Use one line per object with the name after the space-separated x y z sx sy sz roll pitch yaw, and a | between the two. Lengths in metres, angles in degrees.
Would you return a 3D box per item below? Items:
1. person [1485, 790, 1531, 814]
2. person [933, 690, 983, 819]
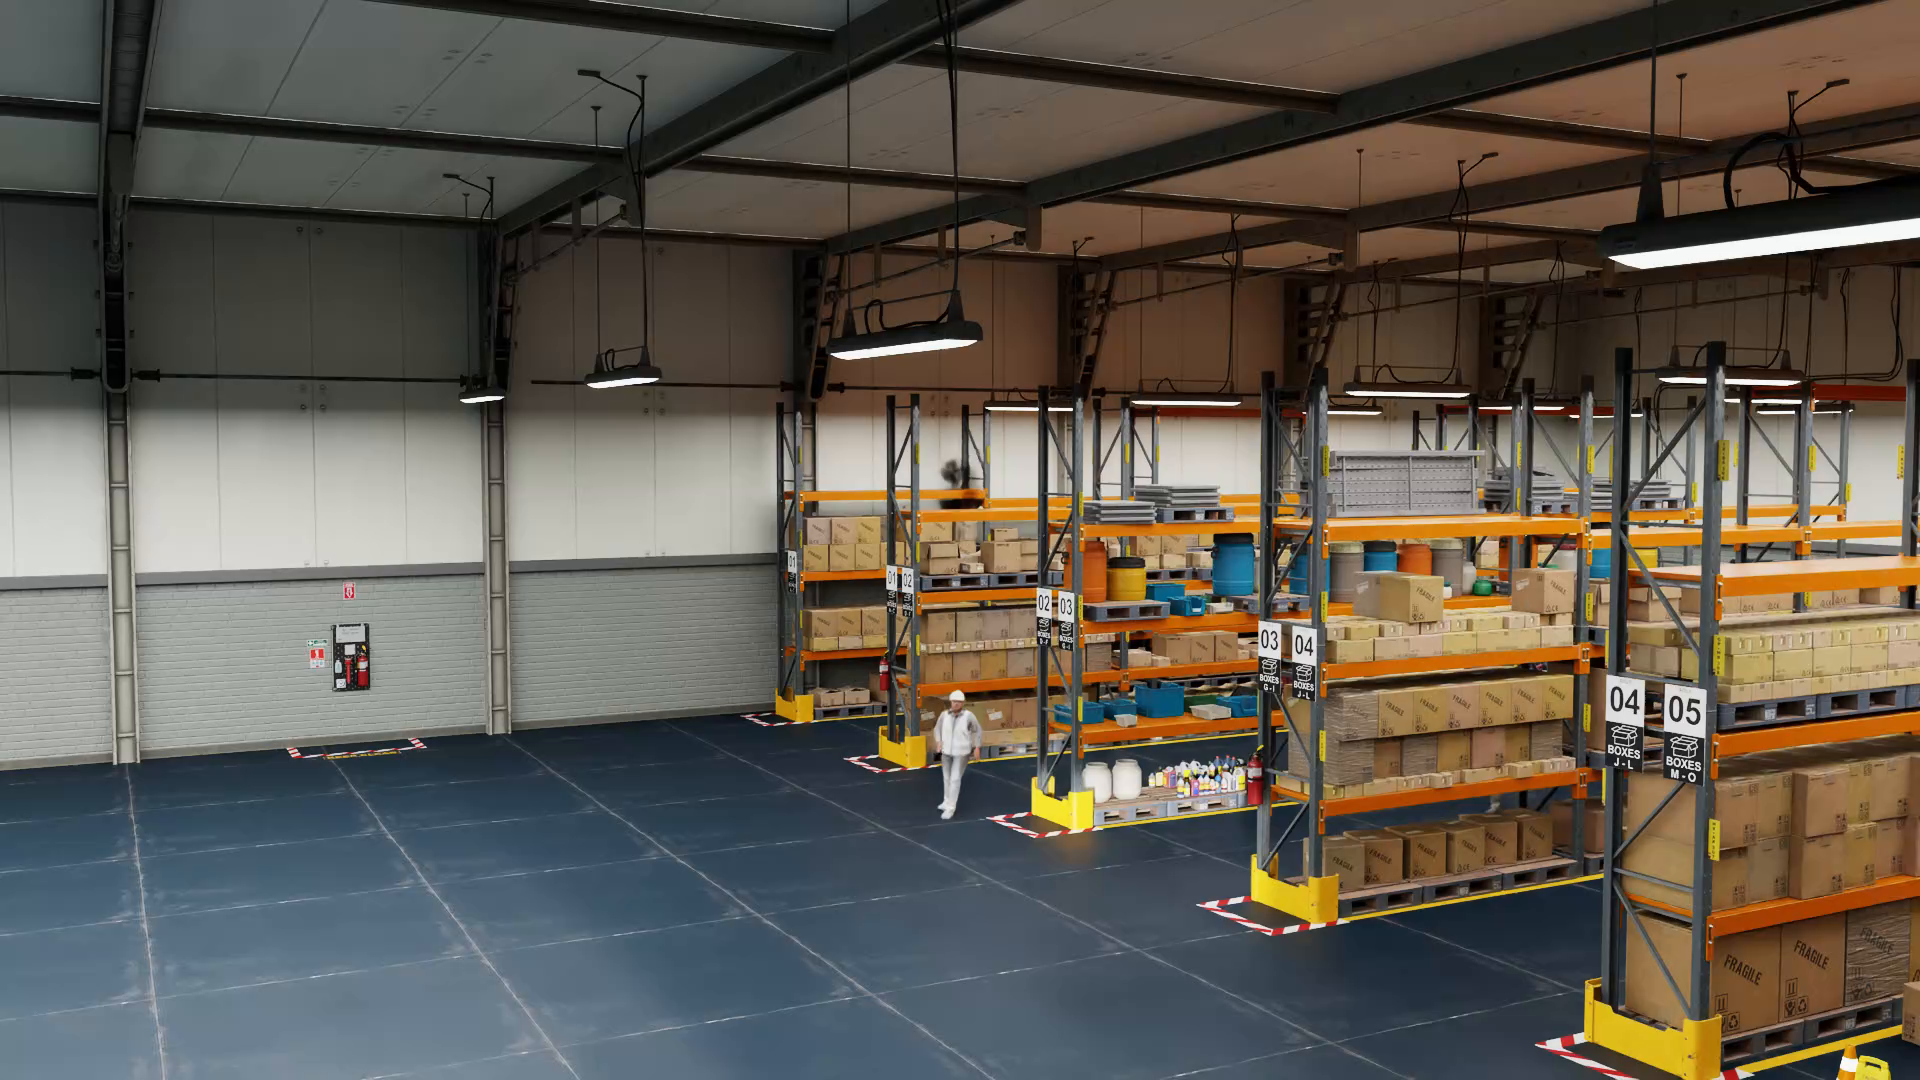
7.671 2.979 23.357 0.795 1.732 0.711 -2 4 -33 | person
-0.075 2.945 23.041 0.686 1.741 0.927 1 3 20 | person
